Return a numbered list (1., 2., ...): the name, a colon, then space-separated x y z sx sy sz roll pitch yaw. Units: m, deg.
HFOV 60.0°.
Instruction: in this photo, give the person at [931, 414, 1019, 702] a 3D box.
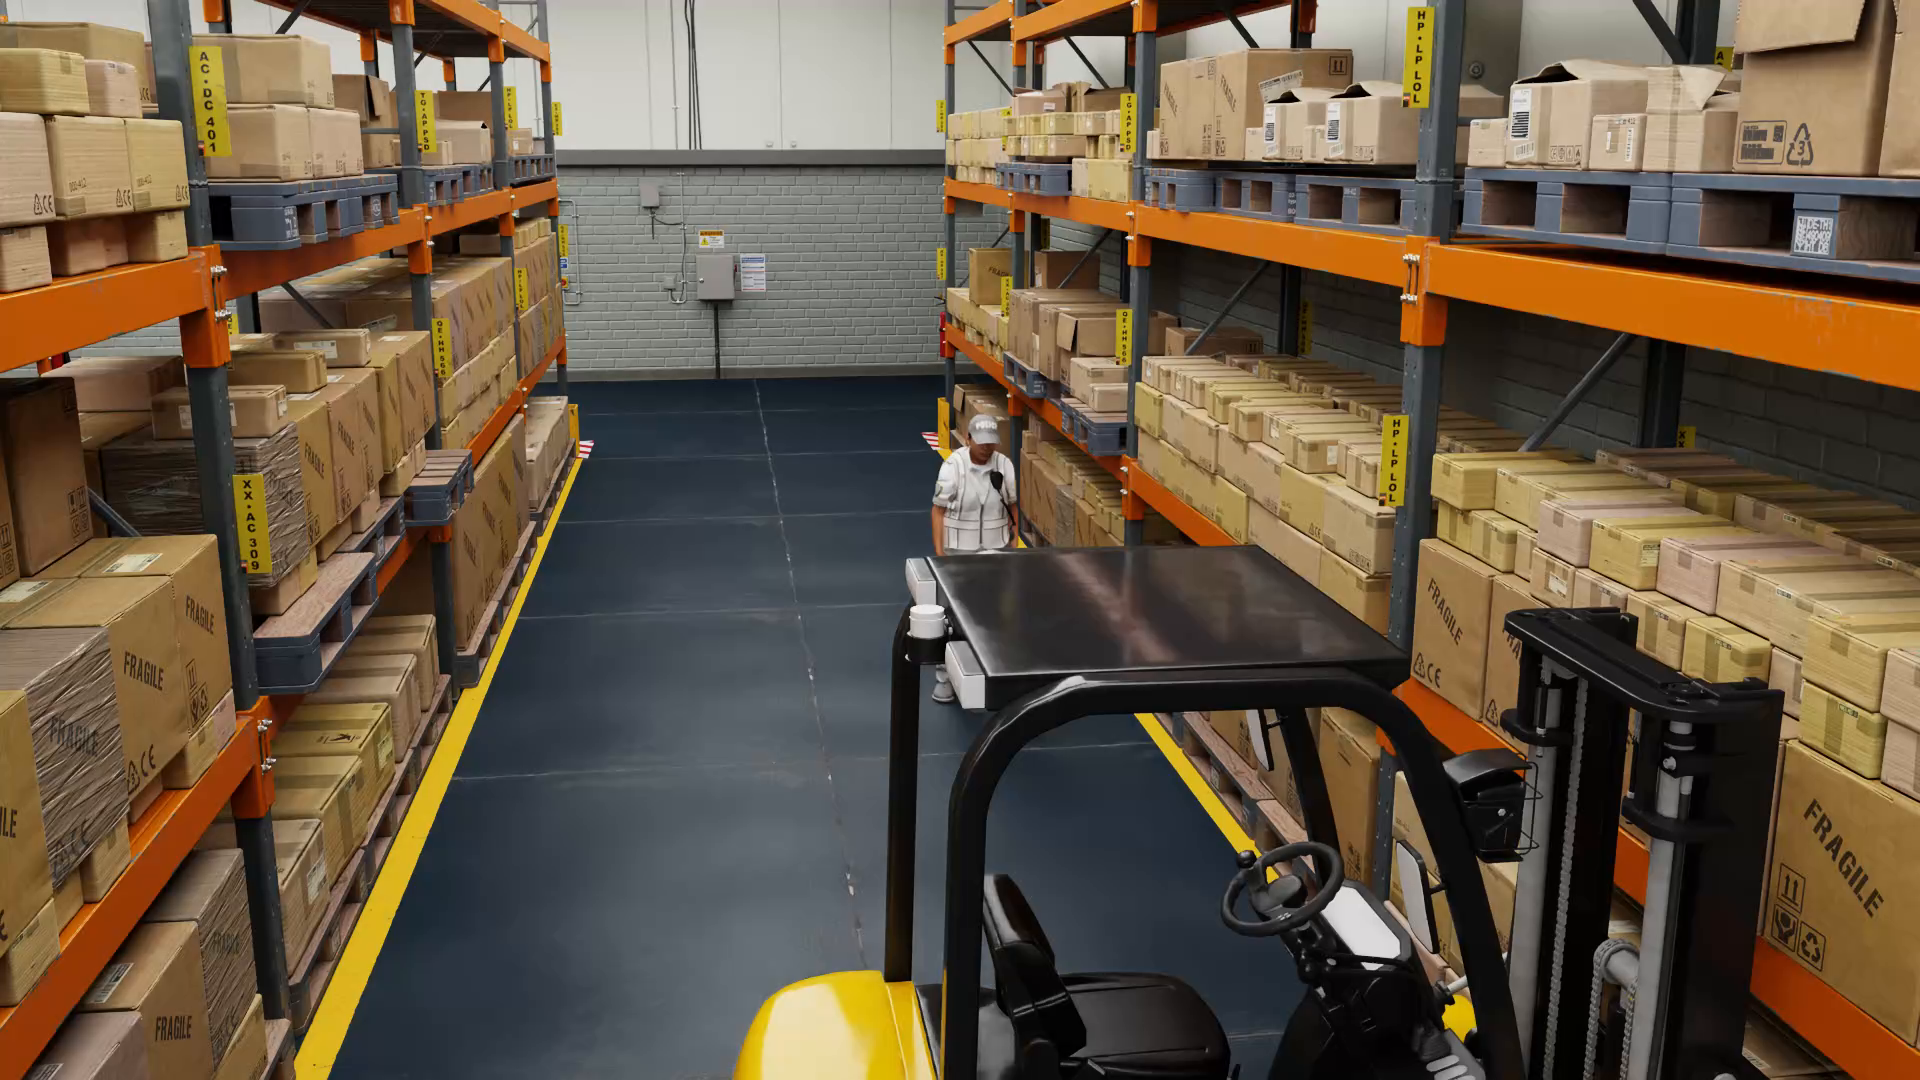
1. person: 0.088 0.089 9.596 0.541 1.665 0.465 -3 14 -12
